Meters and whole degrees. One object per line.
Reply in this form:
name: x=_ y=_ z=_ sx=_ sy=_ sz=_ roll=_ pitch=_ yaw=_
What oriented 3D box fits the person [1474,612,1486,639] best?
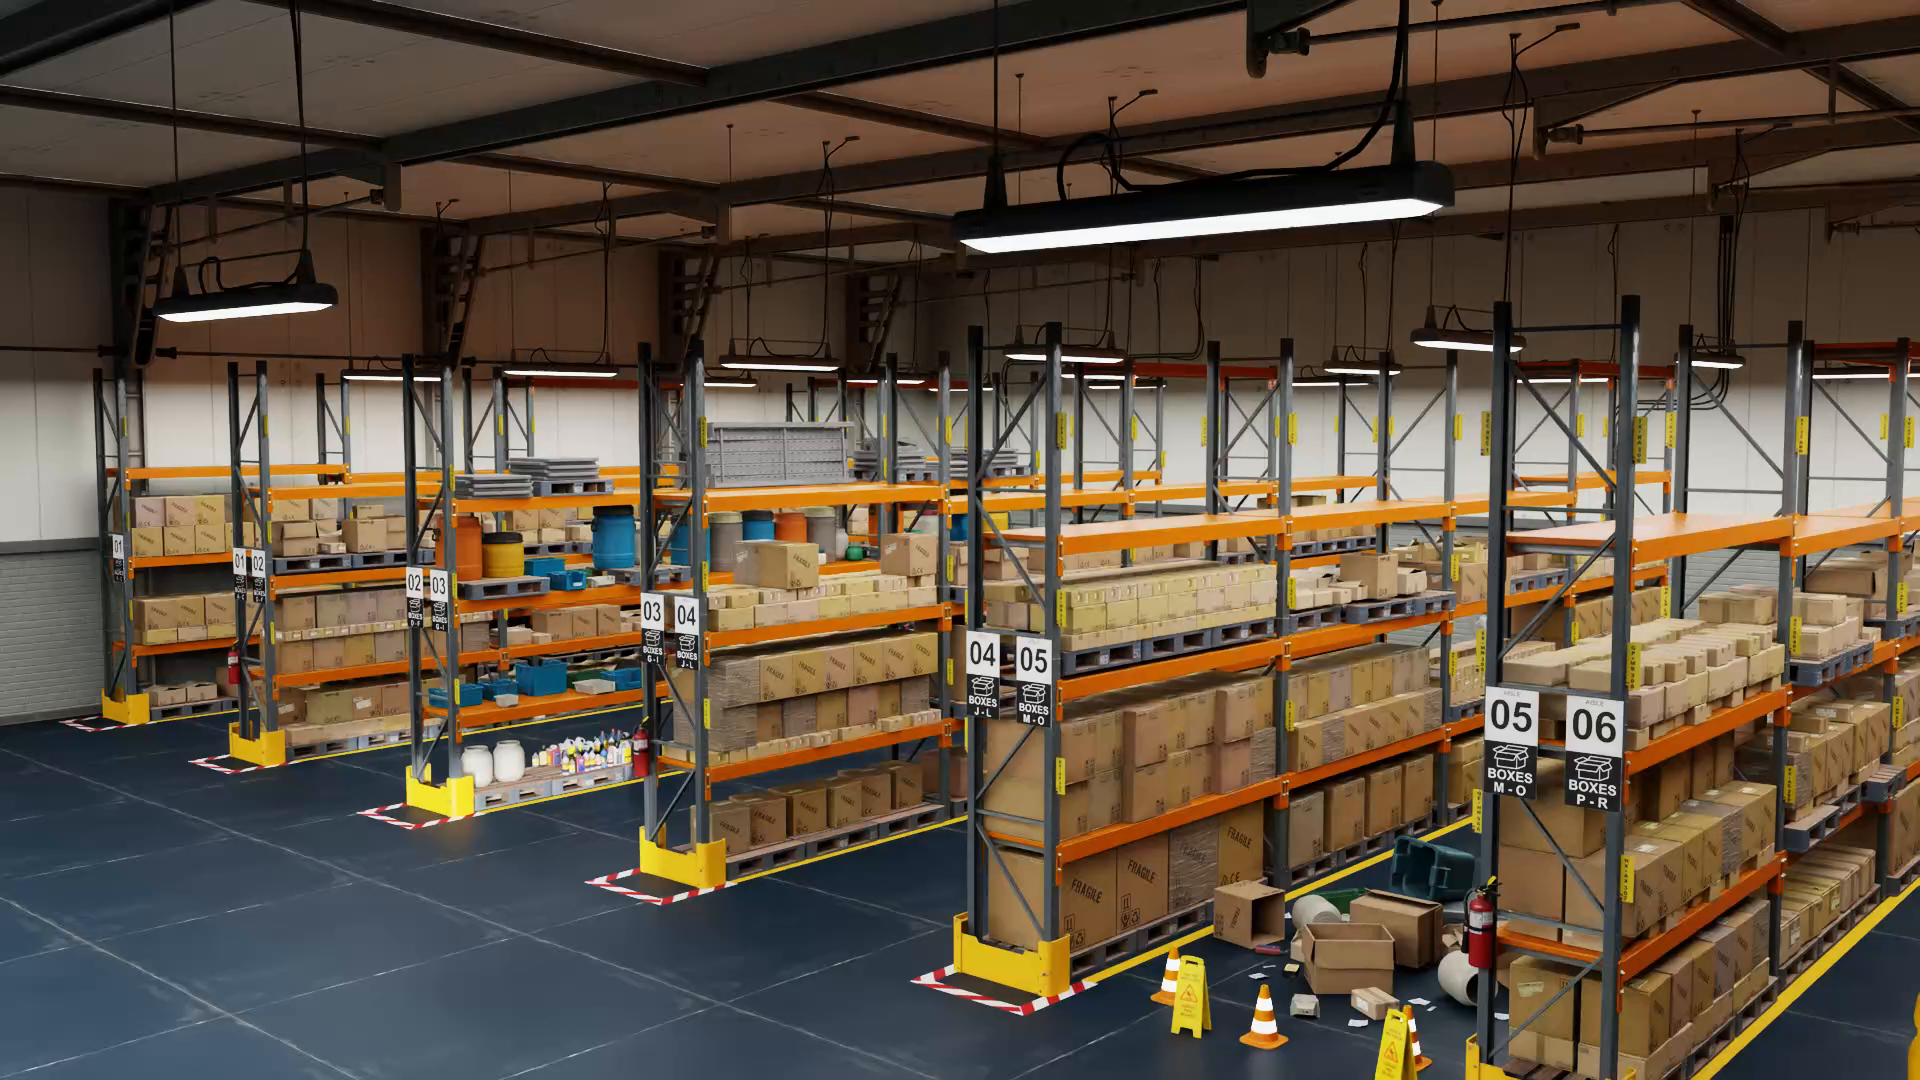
person: x=10.044 y=1.995 z=32.061 sx=0.414 sy=1.595 sz=0.392 roll=2 pitch=5 yaw=25
